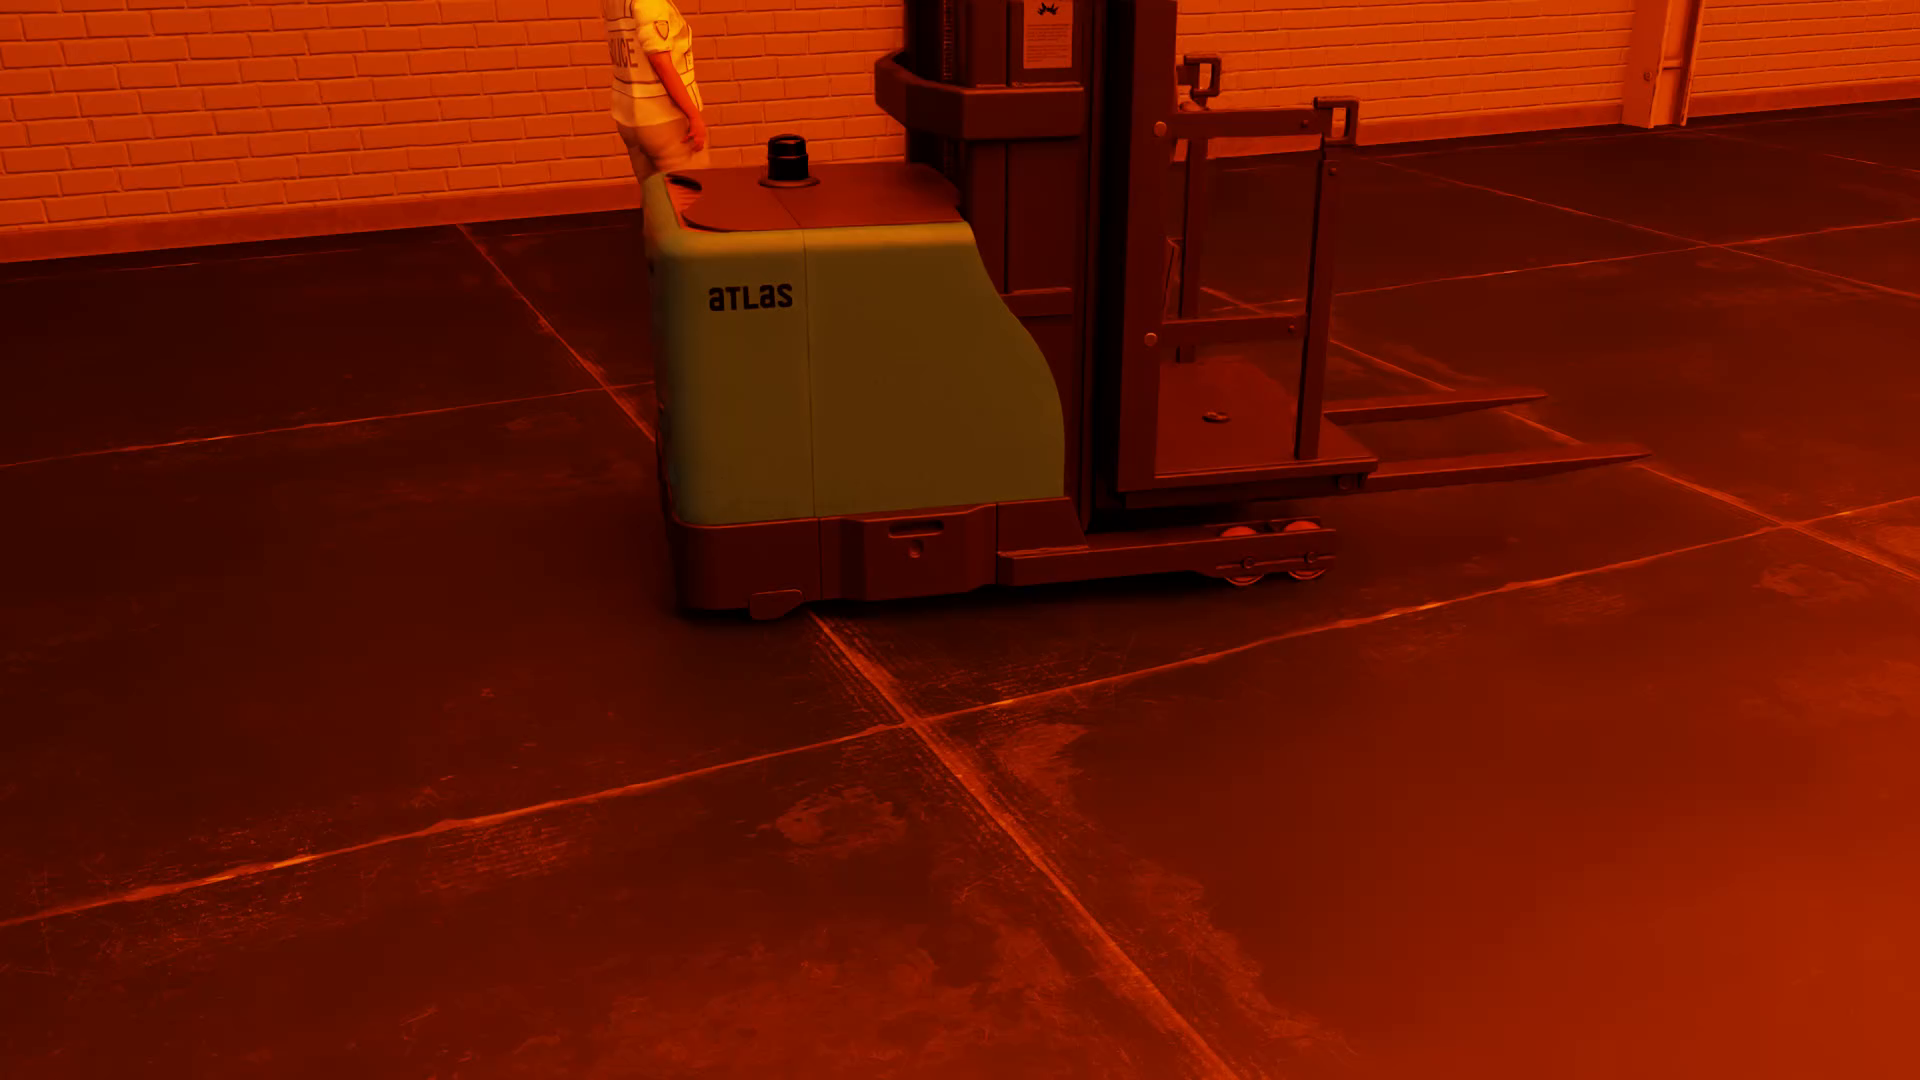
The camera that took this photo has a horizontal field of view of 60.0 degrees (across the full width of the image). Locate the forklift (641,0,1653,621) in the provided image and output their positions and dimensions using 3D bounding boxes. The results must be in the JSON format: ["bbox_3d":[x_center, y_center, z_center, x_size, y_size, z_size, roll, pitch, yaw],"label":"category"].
[{"bbox_3d":[0.614,-1.415,4.693,3.031,2.935,1.130,-5,23,-12],"label":"forklift"}]

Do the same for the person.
[{"bbox_3d":[-1.254,-1.860,7.394,0.531,1.669,0.596,-15,27,-32],"label":"person"}]
